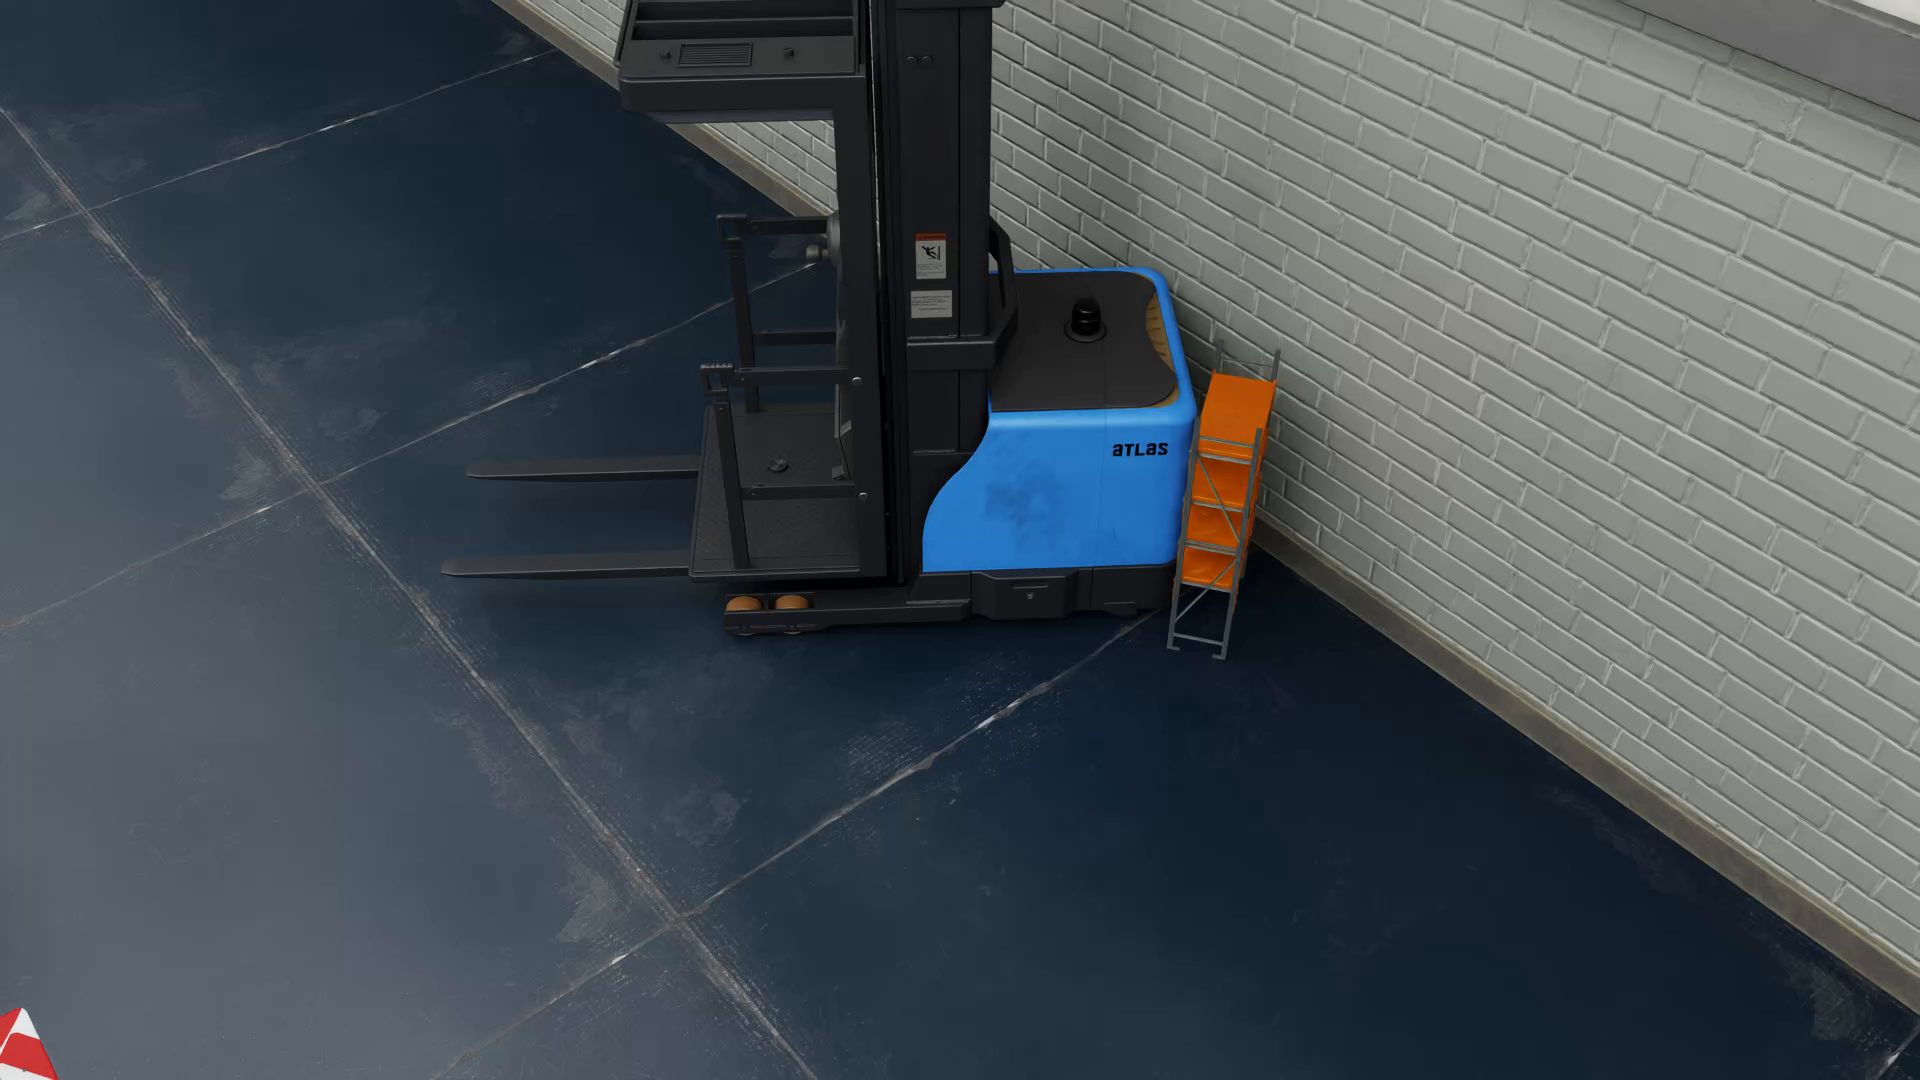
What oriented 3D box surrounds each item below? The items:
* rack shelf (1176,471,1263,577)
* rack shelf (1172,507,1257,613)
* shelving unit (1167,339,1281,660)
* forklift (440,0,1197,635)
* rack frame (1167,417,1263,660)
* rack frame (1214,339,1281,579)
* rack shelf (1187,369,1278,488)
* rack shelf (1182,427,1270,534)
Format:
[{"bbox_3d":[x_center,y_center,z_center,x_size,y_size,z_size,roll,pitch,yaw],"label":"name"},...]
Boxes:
[{"bbox_3d":[1.026,-0.089,6.567,0.258,0.148,0.480,11,44,11],"label":"rack shelf"},{"bbox_3d":[1.026,0.056,6.703,0.258,0.148,0.480,11,44,11],"label":"rack shelf"},{"bbox_3d":[1.026,-0.138,6.521,0.258,1.200,0.503,11,44,11],"label":"shelving unit"},{"bbox_3d":[-0.625,-1.049,6.226,3.031,2.935,1.130,-2,43,-2],"label":"forklift"},{"bbox_3d":[0.960,0.023,6.350,0.240,1.200,0.015,11,44,11],"label":"rack frame"},{"bbox_3d":[1.093,-0.299,6.692,0.240,1.200,0.015,11,44,11],"label":"rack frame"},{"bbox_3d":[1.026,-0.425,6.252,0.258,0.148,0.480,11,44,11],"label":"rack shelf"},{"bbox_3d":[1.026,-0.252,6.414,0.258,0.148,0.480,11,44,11],"label":"rack shelf"}]
